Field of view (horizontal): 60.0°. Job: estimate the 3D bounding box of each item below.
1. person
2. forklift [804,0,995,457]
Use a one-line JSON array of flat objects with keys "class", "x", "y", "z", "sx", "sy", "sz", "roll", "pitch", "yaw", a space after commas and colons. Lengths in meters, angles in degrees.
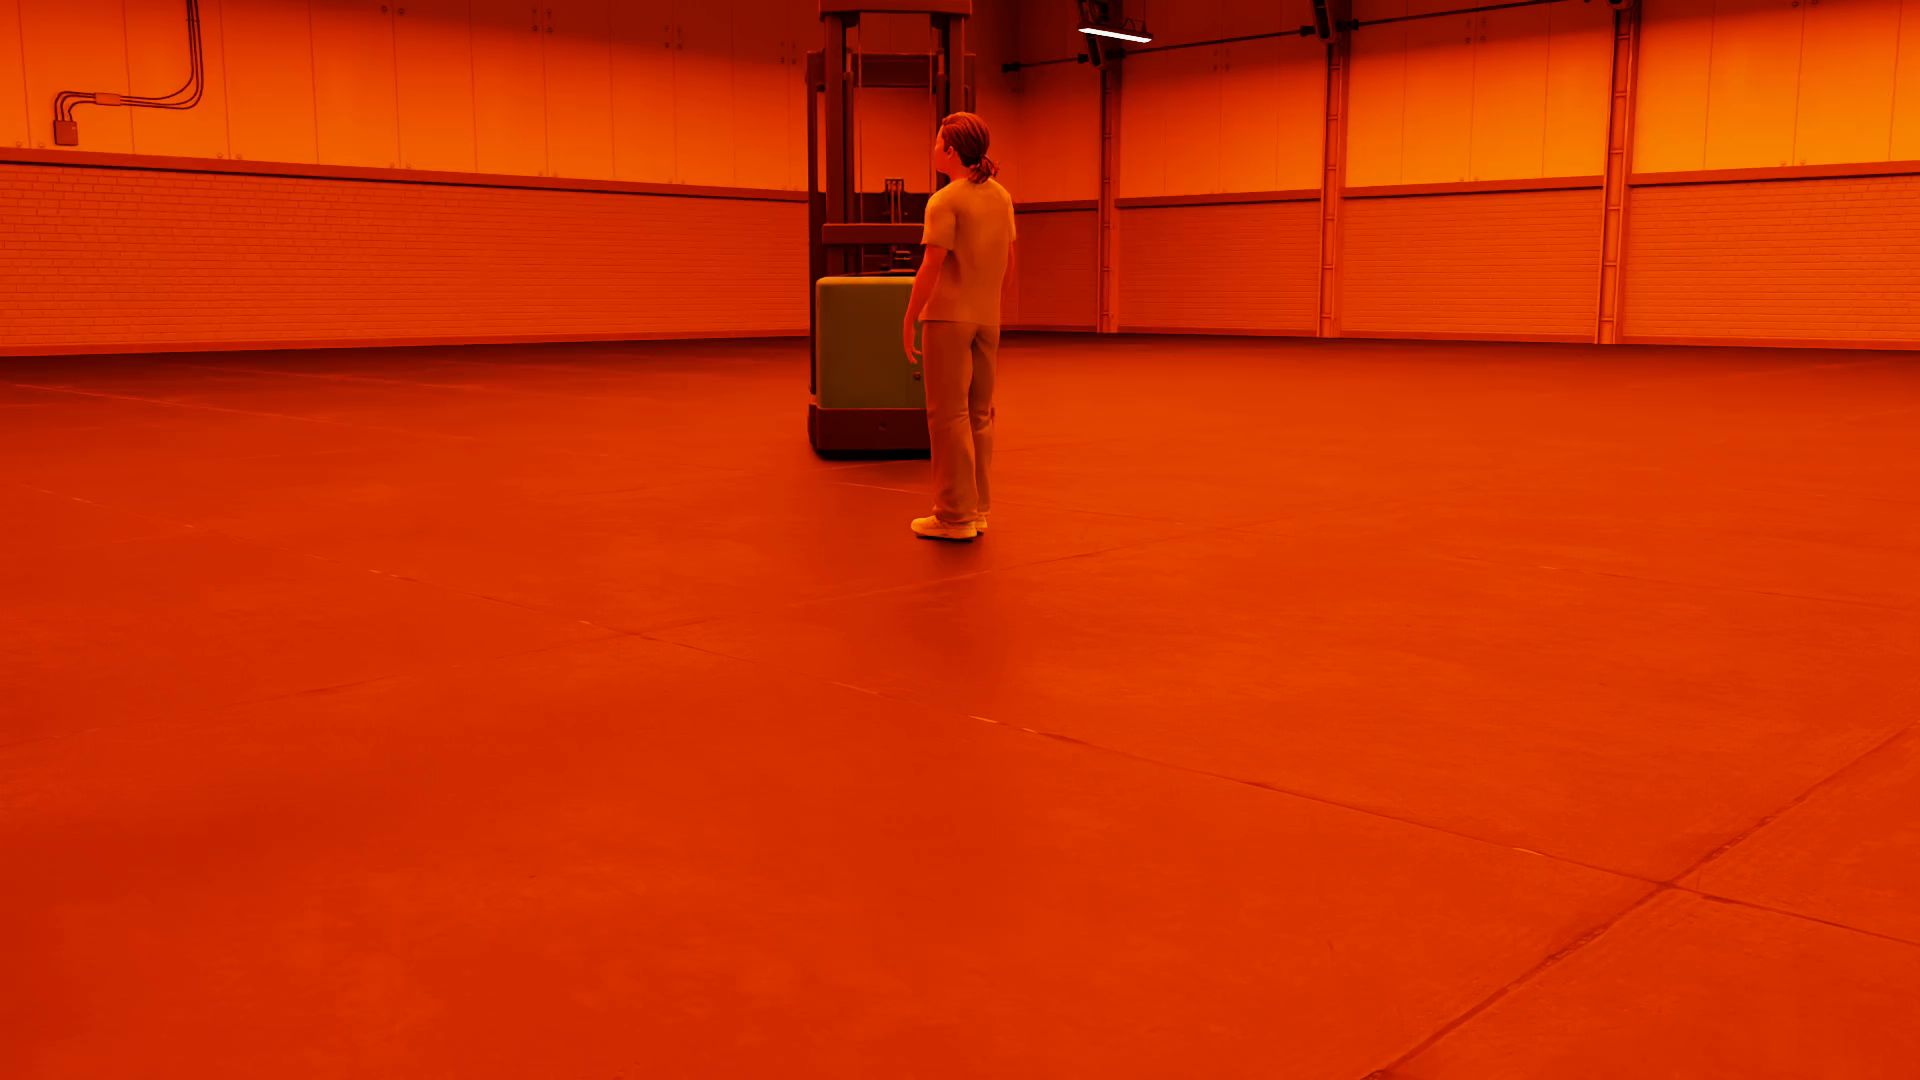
[{"class": "person", "x": -0.044, "y": -0.845, "z": 6.652, "sx": 0.548, "sy": 1.673, "sz": 0.549, "roll": 8, "pitch": 12, "yaw": 43}, {"class": "forklift", "x": -0.468, "y": -2.134, "z": 11.050, "sx": 1.130, "sy": 2.935, "sz": 3.031, "roll": -1, "pitch": 9, "yaw": -6}]
